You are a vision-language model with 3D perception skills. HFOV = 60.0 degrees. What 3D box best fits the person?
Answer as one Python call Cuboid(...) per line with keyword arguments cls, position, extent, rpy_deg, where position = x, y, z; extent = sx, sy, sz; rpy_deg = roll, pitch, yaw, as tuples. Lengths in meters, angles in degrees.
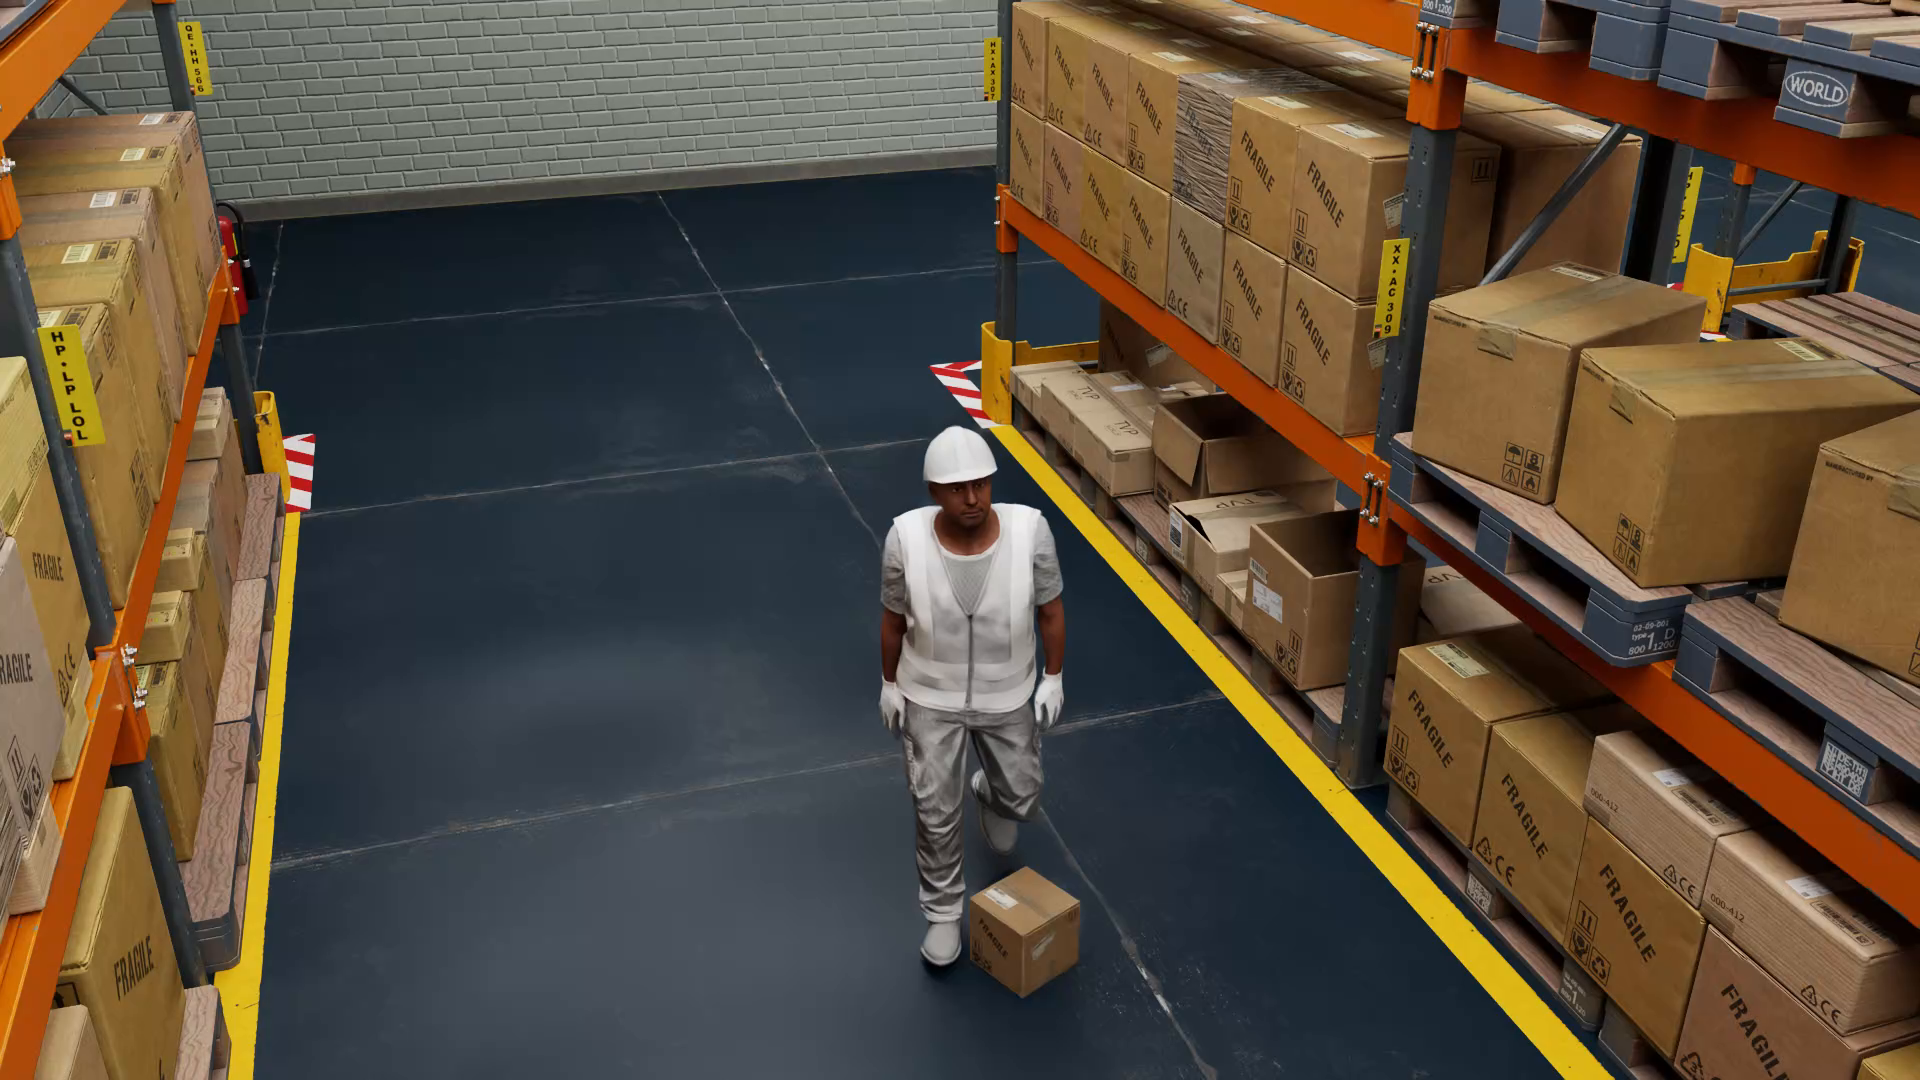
Cuboid(cls="person", position=(0.033, 0.427, 5.204), extent=(0.579, 1.769, 0.722), rpy_deg=(-2, 26, -3))
